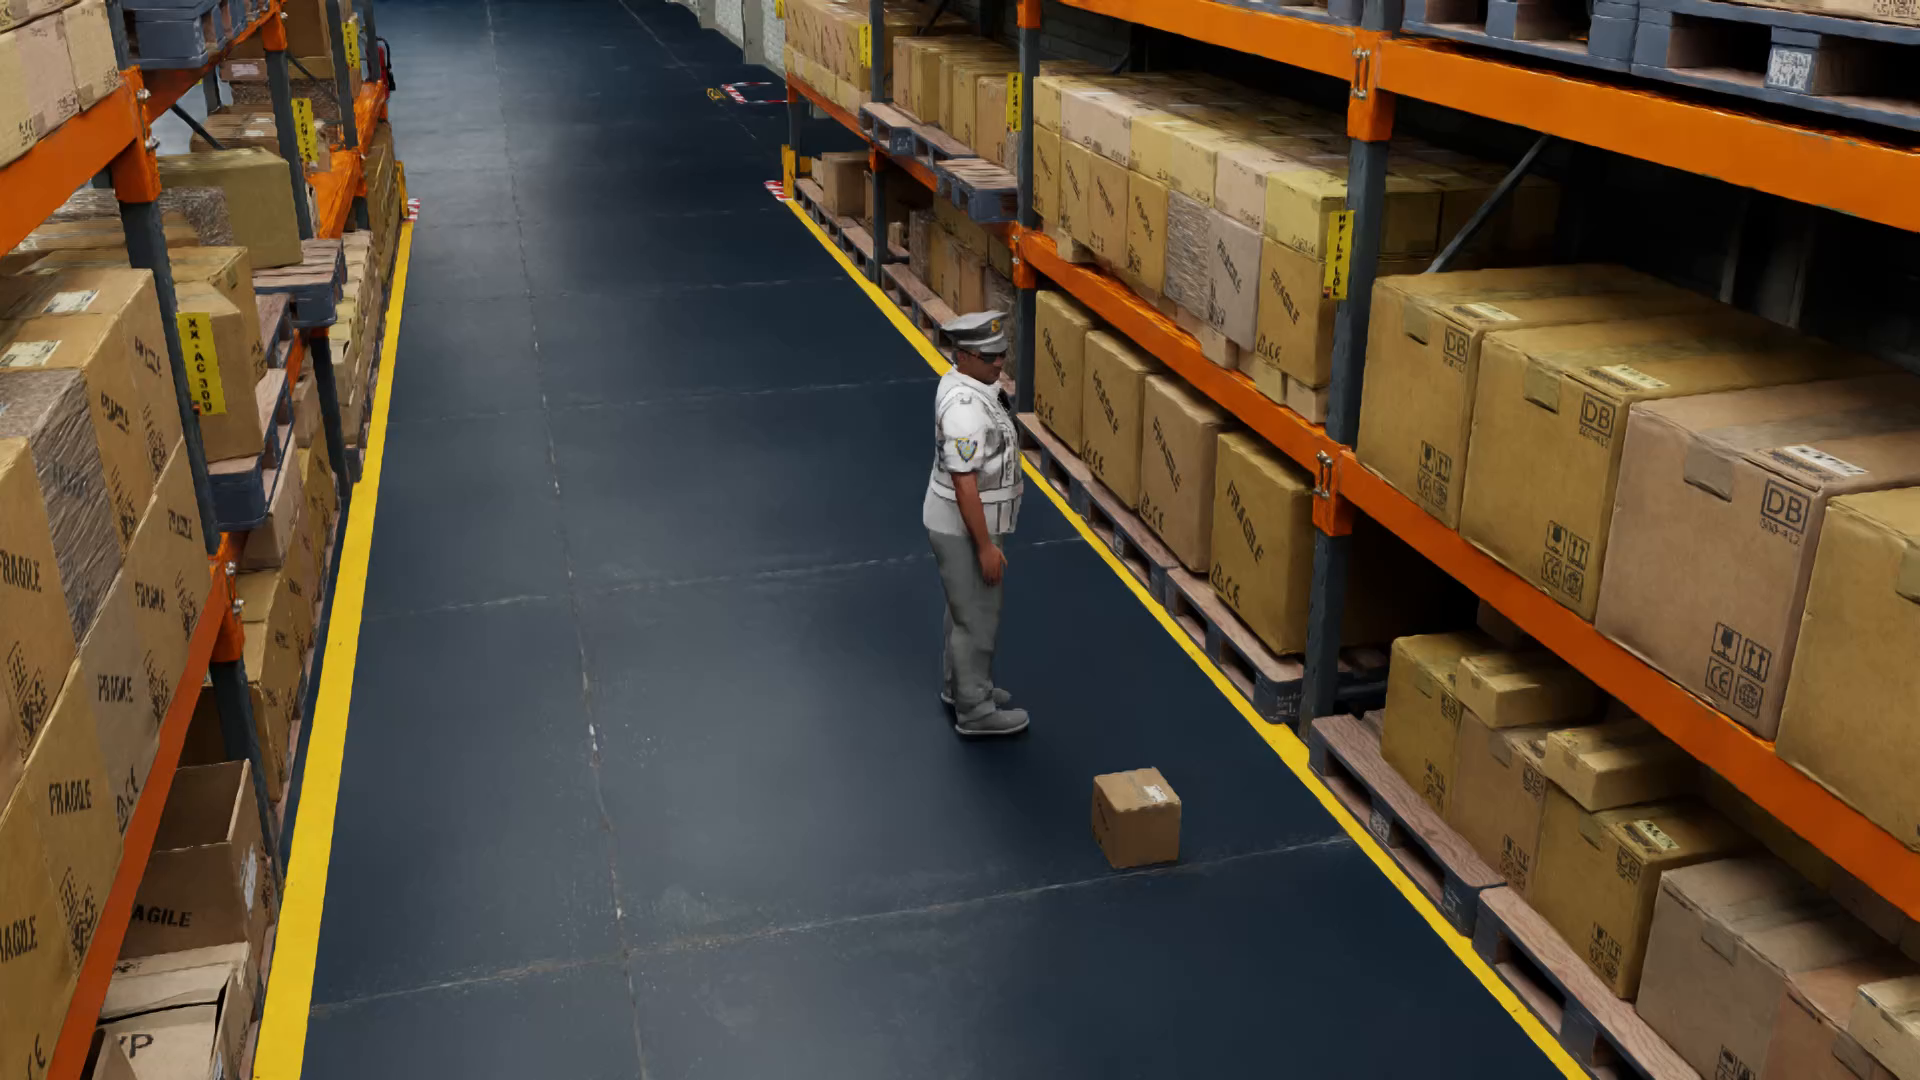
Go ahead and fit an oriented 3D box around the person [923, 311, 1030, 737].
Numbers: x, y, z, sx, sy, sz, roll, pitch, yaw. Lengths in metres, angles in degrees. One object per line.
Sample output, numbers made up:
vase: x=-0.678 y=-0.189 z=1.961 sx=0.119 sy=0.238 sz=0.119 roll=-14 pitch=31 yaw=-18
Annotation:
person: x=0.073 y=-0.040 z=6.678 sx=0.443 sy=1.805 sz=0.588 roll=0 pitch=23 yaw=0
